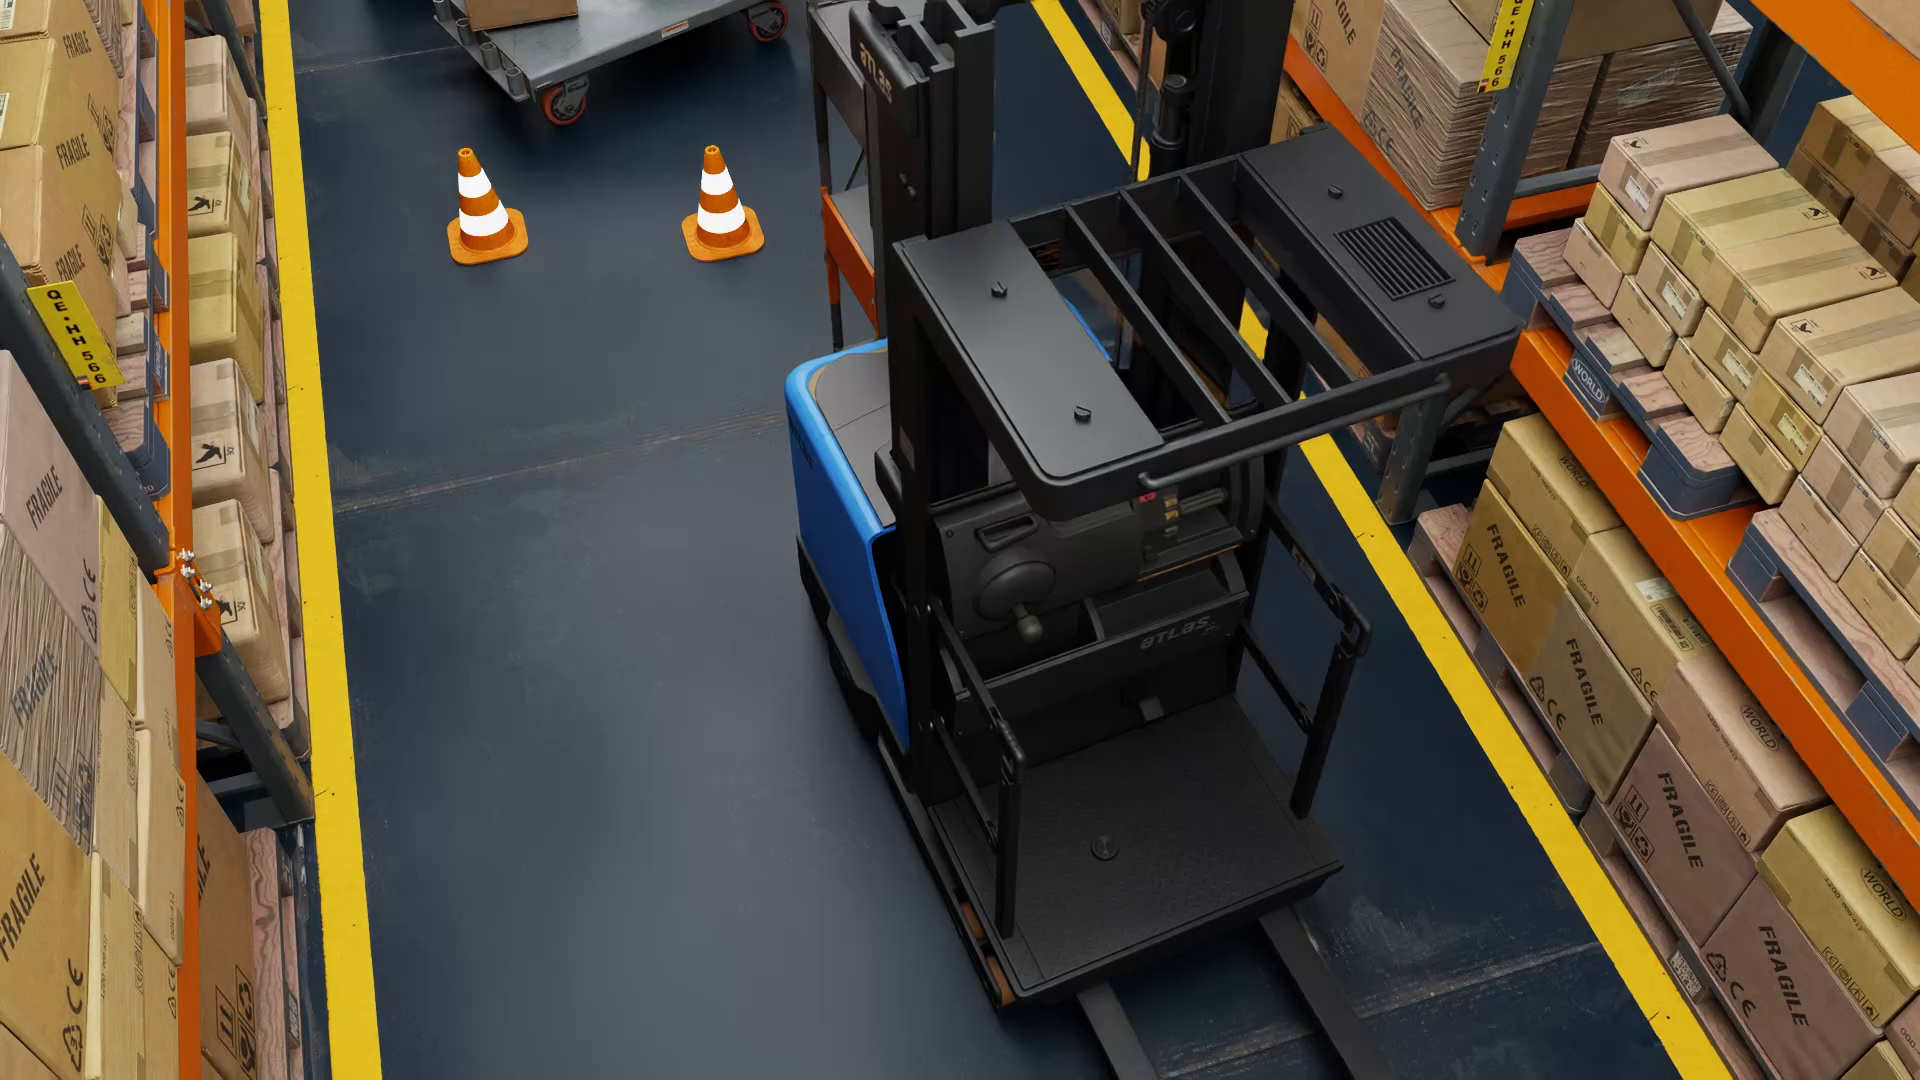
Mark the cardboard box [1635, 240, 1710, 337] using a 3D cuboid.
[{"bbox_3d":[2.116,-0.725,4.594,0.380,0.149,0.250,-11,51,-9],"label":"cardboard box"}]

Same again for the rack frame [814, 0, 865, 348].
[{"bbox_3d":[-0.279,-1.087,5.793,0.400,2.100,0.015,-18,52,-15],"label":"rack frame"}]

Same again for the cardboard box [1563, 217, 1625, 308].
[{"bbox_3d":[2.022,-0.853,4.897,0.380,0.149,0.250,-14,51,-11],"label":"cardboard box"}]

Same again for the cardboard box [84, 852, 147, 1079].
[{"bbox_3d":[-1.904,0.949,3.260,0.500,0.250,0.500,-15,51,-12],"label":"cardboard box"}]

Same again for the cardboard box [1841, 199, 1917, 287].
[{"bbox_3d":[2.744,-0.869,4.716,0.380,0.149,0.250,-12,51,-10],"label":"cardboard box"}]

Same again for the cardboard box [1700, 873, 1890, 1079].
[{"bbox_3d":[2.507,1.187,4.648,0.500,0.500,0.500,-14,51,-12],"label":"cardboard box"}]

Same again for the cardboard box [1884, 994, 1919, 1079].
[{"bbox_3d":[2.665,1.314,4.050,0.500,0.250,0.500,-11,51,-9],"label":"cardboard box"}]

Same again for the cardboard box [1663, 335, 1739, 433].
[{"bbox_3d":[2.182,-0.460,4.566,0.380,0.149,0.250,-11,51,-9],"label":"cardboard box"}]

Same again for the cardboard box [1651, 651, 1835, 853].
[{"bbox_3d":[2.339,0.551,4.694,0.500,0.250,0.500,-13,51,-11],"label":"cardboard box"}]

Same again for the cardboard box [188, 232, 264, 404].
[{"bbox_3d":[-3.218,-0.774,6.384,0.950,0.372,0.625,-12,51,-10],"label":"cardboard box"}]

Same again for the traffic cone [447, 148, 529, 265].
[{"bbox_3d":[-2.095,-1.493,7.206,0.336,0.463,0.334,-13,51,-11],"label":"traffic cone"}]

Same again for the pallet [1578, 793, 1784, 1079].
[{"bbox_3d":[2.670,1.188,5.110,1.003,0.211,1.213,-13,51,-11],"label":"pallet"}]

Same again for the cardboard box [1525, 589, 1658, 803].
[{"bbox_3d":[2.200,0.440,5.277,0.500,0.500,0.500,-13,51,-11],"label":"cardboard box"}]

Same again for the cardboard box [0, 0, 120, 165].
[{"bbox_3d":[-2.852,-1.388,4.923,0.500,0.500,0.500,-13,51,-10],"label":"cardboard box"}]

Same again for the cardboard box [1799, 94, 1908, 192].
[{"bbox_3d":[2.666,-1.163,4.769,0.380,0.149,0.250,-15,52,-12],"label":"cardboard box"}]

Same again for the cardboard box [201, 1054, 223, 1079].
[{"bbox_3d":[-2.231,1.747,3.930,0.875,0.875,0.875,-13,51,-11],"label":"cardboard box"}]

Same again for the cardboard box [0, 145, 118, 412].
[{"bbox_3d":[-2.528,-0.622,4.278,0.500,0.500,0.500,-15,51,-12],"label":"cardboard box"}]

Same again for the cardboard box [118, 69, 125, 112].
[{"bbox_3d":[-2.966,-1.503,5.445,0.380,0.149,0.250,-12,51,-10],"label":"cardboard box"}]

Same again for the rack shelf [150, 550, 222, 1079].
[{"bbox_3d":[-2.025,1.715,3.313,1.077,0.370,4.000,-13,51,-11],"label":"rack shelf"}]

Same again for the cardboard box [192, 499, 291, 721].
[{"bbox_3d":[-2.774,0.319,5.463,0.950,0.372,0.625,-16,52,-13],"label":"cardboard box"}]

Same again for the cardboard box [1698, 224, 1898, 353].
[{"bbox_3d":[2.185,-0.660,4.345,0.380,0.149,0.250,-14,51,-11],"label":"cardboard box"}]

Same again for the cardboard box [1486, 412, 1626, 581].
[{"bbox_3d":[2.055,-0.184,5.313,0.500,0.250,0.500,-15,52,-13],"label":"cardboard box"}]

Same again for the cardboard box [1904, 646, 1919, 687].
[{"bbox_3d":[2.492,0.305,3.920,0.380,0.149,0.250,-15,51,-12],"label":"cardboard box"}]

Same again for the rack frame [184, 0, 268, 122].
[{"bbox_3d":[-3.799,-2.899,6.732,1.000,3.000,0.127,-13,51,-11],"label":"rack frame"}]

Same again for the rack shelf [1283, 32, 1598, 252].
[{"bbox_3d":[1.491,-2.400,6.782,1.077,0.370,4.000,-13,51,-11],"label":"rack shelf"}]

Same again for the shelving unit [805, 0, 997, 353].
[{"bbox_3d":[-0.182,-0.916,5.649,0.431,2.100,0.503,-18,52,-15],"label":"shelving unit"}]

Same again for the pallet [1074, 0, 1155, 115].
[{"bbox_3d":[1.200,-2.647,8.344,1.003,0.211,1.213,-13,51,-11],"label":"pallet"}]

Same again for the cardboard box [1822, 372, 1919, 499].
[{"bbox_3d":[2.344,-0.269,4.016,0.380,0.149,0.250,-11,51,-9],"label":"cardboard box"}]

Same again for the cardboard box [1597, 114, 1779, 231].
[{"bbox_3d":[2.036,-1.033,4.659,0.380,0.149,0.250,-13,51,-11],"label":"cardboard box"}]

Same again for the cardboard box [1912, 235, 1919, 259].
[{"bbox_3d":[2.815,-0.788,4.453,0.380,0.149,0.250,-12,51,-10],"label":"cardboard box"}]

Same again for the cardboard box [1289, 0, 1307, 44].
[{"bbox_3d":[1.399,-2.201,6.078,0.500,0.500,0.500,-14,51,-12],"label":"cardboard box"}]

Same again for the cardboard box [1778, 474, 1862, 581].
[{"bbox_3d":[2.344,-0.069,4.236,0.380,0.149,0.250,-12,51,-10],"label":"cardboard box"}]

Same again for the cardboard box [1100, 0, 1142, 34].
[{"bbox_3d":[1.169,-3.070,8.073,1.050,0.750,0.750,-14,51,-11],"label":"cardboard box"}]

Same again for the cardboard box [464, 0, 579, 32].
[{"bbox_3d":[-2.107,-2.762,7.756,0.500,0.500,0.500,-13,51,-11],"label":"cardboard box"}]

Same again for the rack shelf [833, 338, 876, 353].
[{"bbox_3d":[-0.182,-0.456,6.195,0.431,0.518,0.480,-18,52,-15],"label":"rack shelf"}]

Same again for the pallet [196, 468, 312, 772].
[{"bbox_3d":[-2.846,0.350,5.817,1.003,0.211,1.213,-13,51,-11],"label":"pallet"}]

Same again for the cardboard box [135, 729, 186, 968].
[{"bbox_3d":[-2.052,0.751,3.753,0.500,0.250,0.500,-12,51,-10],"label":"cardboard box"}]

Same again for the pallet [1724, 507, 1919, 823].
[{"bbox_3d":[2.707,0.327,4.138,1.003,0.211,1.213,-13,51,-11],"label":"pallet"}]

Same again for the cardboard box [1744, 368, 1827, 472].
[{"bbox_3d":[2.273,-0.347,4.276,0.380,0.149,0.250,-13,51,-11],"label":"cardboard box"}]

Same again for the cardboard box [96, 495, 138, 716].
[{"bbox_3d":[-2.230,0.206,3.886,0.500,0.250,0.500,-13,51,-11],"label":"cardboard box"}]

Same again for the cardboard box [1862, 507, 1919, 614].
[{"bbox_3d":[2.416,0.017,3.968,0.380,0.149,0.250,-14,51,-11],"label":"cardboard box"}]

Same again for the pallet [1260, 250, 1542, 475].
[{"bbox_3d":[1.922,-0.865,6.841,1.003,0.211,1.213,-13,51,-11],"label":"pallet"}]

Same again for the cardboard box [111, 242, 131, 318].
[{"bbox_3d":[-2.623,-0.736,4.798,0.380,0.149,0.250,-16,52,-13],"label":"cardboard box"}]

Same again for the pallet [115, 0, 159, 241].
[{"bbox_3d":[-3.241,-1.353,5.554,1.003,0.211,1.213,-13,51,-11],"label":"pallet"}]

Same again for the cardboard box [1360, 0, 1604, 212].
[{"bbox_3d":[1.693,-1.471,5.463,0.500,0.500,0.500,-13,51,-11],"label":"cardboard box"}]

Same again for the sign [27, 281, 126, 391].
[{"bbox_3d":[-2.087,-0.479,3.935,0.100,0.325,0.005,-13,51,-11],"label":"sign"}]

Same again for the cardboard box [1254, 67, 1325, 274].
[{"bbox_3d":[1.727,-1.684,6.905,1.050,0.750,0.750,-13,51,-10],"label":"cardboard box"}]

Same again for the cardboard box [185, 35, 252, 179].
[{"bbox_3d":[-3.641,-1.805,7.254,0.950,0.372,0.625,-13,51,-11],"label":"cardboard box"}]

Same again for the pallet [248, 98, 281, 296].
[{"bbox_3d":[-3.567,-1.432,7.319,1.003,0.211,1.213,-13,51,-11],"label":"pallet"}]

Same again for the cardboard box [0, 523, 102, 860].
[{"bbox_3d":[-2.054,0.359,3.266,0.500,0.500,0.500,-13,51,-10],"label":"cardboard box"}]

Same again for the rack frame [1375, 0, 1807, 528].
[{"bbox_3d":[2.083,-1.171,5.275,1.000,3.000,0.127,-13,51,-11],"label":"rack frame"}]

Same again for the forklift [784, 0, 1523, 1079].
[{"bbox_3d":[0.474,0.082,4.264,1.130,2.935,3.031,-18,52,-15],"label":"forklift"}]
